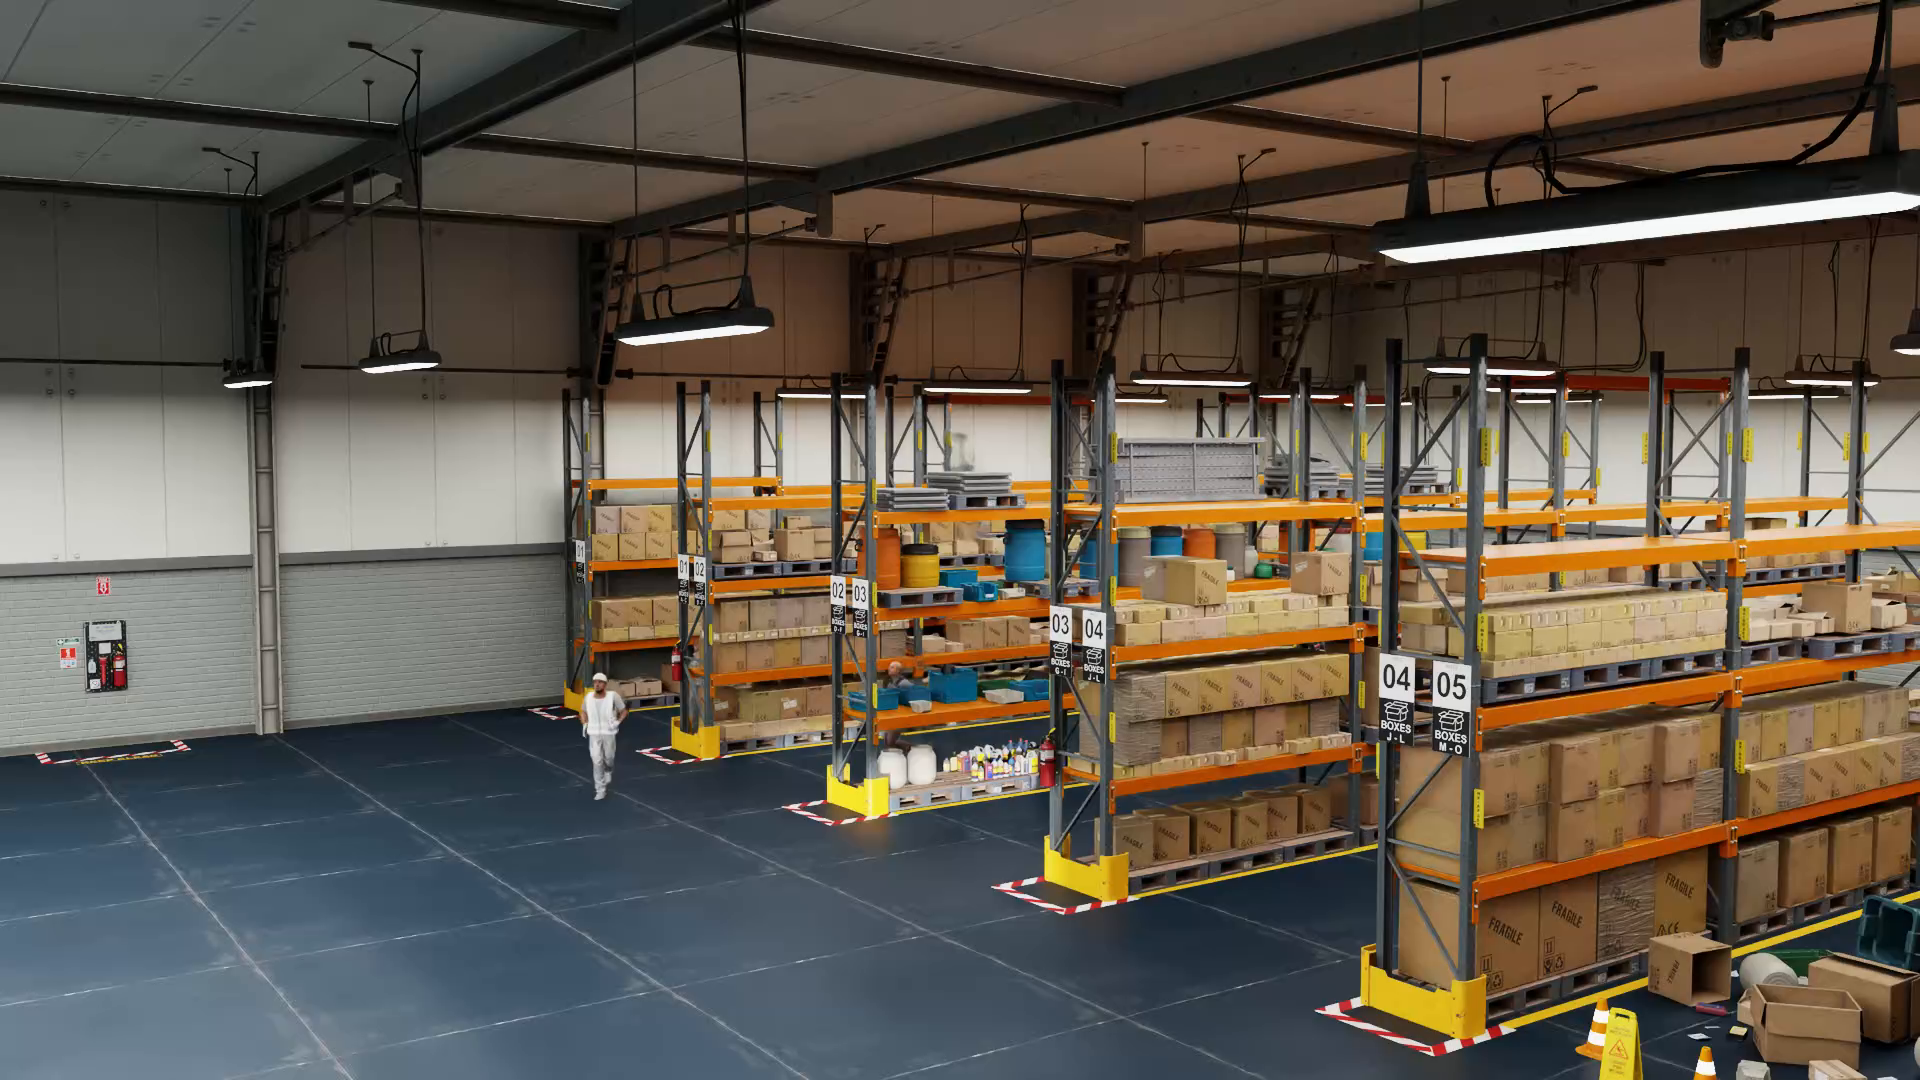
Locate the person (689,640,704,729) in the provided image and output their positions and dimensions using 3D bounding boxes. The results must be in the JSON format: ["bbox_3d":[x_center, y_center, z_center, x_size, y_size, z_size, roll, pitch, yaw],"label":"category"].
[{"bbox_3d":[-4.504,2.509,28.882,0.855,1.586,0.559,-3,5,-42],"label":"person"}]

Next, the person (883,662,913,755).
[{"bbox_3d":[-0.962,2.696,25.444,0.599,1.680,0.692,-3,5,-38],"label":"person"}]

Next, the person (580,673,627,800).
[{"bbox_3d":[-5.090,2.772,23.719,0.674,1.767,0.749,0,4,-2],"label":"person"}]
